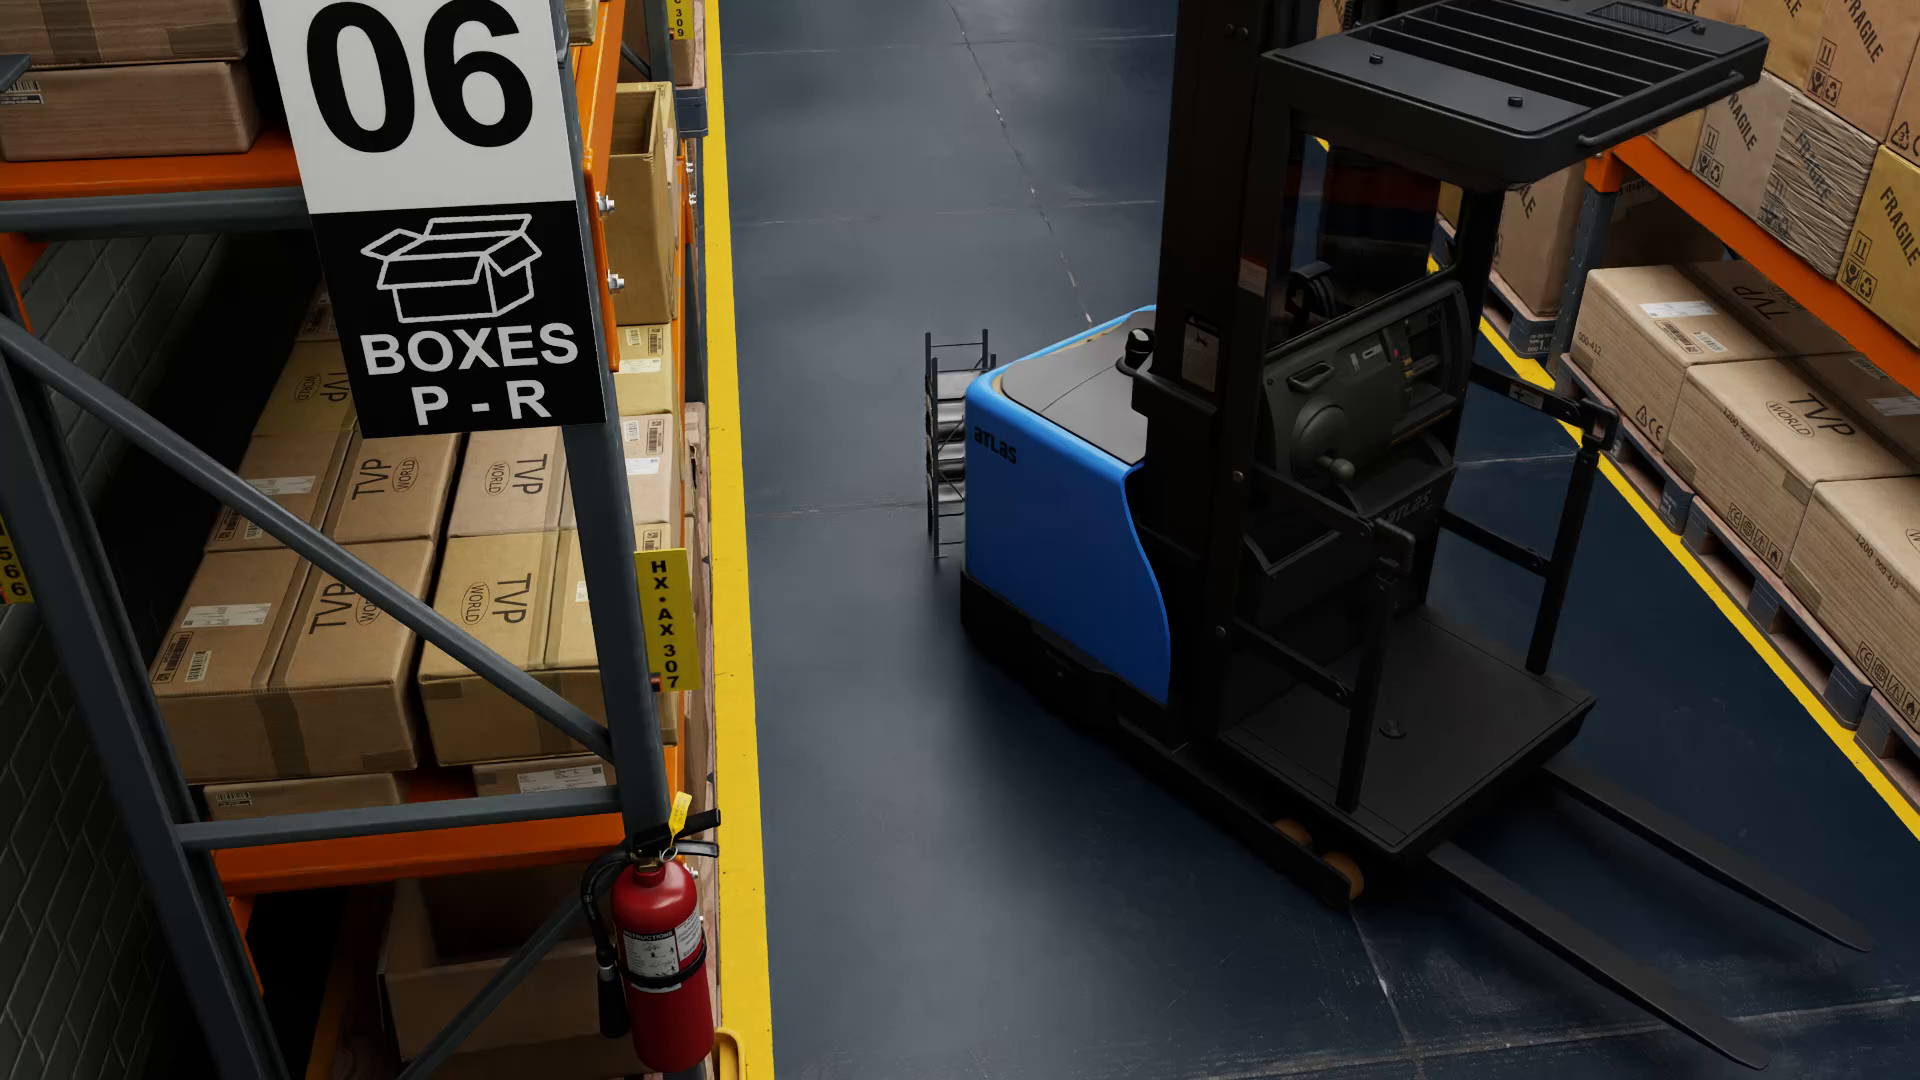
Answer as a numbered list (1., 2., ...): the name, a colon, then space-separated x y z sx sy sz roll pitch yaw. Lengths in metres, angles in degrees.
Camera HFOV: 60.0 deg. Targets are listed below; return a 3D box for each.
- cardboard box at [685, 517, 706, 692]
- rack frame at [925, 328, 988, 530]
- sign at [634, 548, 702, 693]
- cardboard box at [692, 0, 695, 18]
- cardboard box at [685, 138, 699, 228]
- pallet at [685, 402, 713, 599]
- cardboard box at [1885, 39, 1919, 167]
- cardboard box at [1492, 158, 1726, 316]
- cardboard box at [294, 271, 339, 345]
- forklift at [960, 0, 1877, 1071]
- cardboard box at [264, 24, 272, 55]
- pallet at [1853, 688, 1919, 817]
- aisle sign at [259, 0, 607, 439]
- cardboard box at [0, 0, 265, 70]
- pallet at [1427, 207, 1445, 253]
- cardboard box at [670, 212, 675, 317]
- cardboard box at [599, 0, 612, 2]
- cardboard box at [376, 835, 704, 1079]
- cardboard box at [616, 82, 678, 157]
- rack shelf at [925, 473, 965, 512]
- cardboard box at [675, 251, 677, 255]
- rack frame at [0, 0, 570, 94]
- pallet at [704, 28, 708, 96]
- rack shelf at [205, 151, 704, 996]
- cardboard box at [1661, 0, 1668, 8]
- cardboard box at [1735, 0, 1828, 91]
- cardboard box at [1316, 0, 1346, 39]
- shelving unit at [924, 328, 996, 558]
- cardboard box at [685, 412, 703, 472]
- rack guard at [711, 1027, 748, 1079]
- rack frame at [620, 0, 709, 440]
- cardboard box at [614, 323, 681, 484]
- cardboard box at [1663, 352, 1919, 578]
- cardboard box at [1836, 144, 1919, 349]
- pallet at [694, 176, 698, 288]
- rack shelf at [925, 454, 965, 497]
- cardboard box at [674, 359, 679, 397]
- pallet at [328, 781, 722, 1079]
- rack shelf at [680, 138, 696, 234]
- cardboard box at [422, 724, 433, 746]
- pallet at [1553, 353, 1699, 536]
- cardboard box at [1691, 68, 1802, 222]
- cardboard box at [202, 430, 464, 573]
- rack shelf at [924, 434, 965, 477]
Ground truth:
1. cardboard box: -1.119 0.281 5.521 0.500 0.500 0.500 -4 34 -5
2. rack frame: -0.013 -0.424 6.573 0.240 0.900 0.006 -4 35 -6
3. sign: -0.545 0.154 3.092 0.100 0.325 0.005 -4 35 -6
4. cardboard box: -1.533 -2.470 7.250 0.700 0.500 0.500 -4 34 -6
5. cardboard box: -1.670 -1.972 8.827 0.500 0.500 0.500 -6 35 -8
6. pallet: -1.529 -0.144 6.774 1.003 0.211 1.213 -4 35 -6
7. cardboard box: 3.307 -1.377 5.131 0.500 0.500 0.500 -5 35 -7
8. cardboard box: 3.135 -1.693 8.085 0.875 0.875 0.875 -3 34 -5
9. cardboard box: -1.607 -0.601 4.838 0.500 0.250 0.500 -4 35 -6
10. forklift: 1.346 -0.413 4.754 1.130 2.935 3.031 -26 42 -33
11. cardboard box: -1.451 -0.887 2.947 0.380 0.149 0.250 -4 34 -6
12. pallet: 3.651 0.887 5.262 1.003 0.211 1.213 -4 35 -6
13. aisle sign: -0.782 -0.506 2.520 0.394 0.787 0.004 -4 35 -6
14. cardboard box: -1.412 -0.976 2.723 0.500 0.250 0.500 -5 35 -7
15. pallet: 2.952 -2.013 9.516 1.003 0.211 1.213 -4 35 -6
16. cardboard box: -1.174 -0.917 5.301 0.500 0.250 0.500 -5 35 -7
17. cardboard box: -0.905 -1.214 3.428 0.380 0.149 0.250 -4 34 -5
18. cardboard box: -1.071 1.062 4.372 0.797 0.503 0.637 -6 35 -8
19. cardboard box: -1.310 -1.475 6.120 0.500 0.250 0.500 -4 34 -5
20. rack shelf: 0.001 -0.191 6.610 0.258 0.077 0.200 -4 35 -6
21. cardboard box: -1.212 -1.130 5.968 0.380 0.149 0.250 -4 34 -5
22. rack frame: -1.082 -1.927 1.586 1.000 3.000 0.127 -4 35 -6
23. pallet: -2.230 -3.222 11.290 1.003 0.211 1.213 -4 35 -6
24. rack shelf: -1.351 -0.266 5.116 1.077 0.370 4.000 -4 35 -6
25. cardboard box: 2.998 -2.430 7.341 0.500 0.250 0.500 -4 35 -6
26. cardboard box: 3.184 -1.946 5.965 0.500 0.500 0.500 -5 35 -7
27. cardboard box: 2.770 -3.194 10.286 0.875 0.875 0.875 -5 35 -7
28. shelving unit: 0.001 -0.367 6.490 0.258 0.900 0.210 -4 35 -6
29. cardboard box: -1.254 -0.386 6.812 0.380 0.149 0.250 -5 35 -8
30. rack guard: -1.093 1.543 4.042 1.175 0.500 0.348 -4 35 -6
31. rack frame: -1.620 -1.680 6.551 1.000 3.000 0.127 -4 35 -6
32. cardboard box: -1.016 -0.346 4.463 0.500 0.250 0.500 -5 35 -7
33. cardboard box: 3.397 -0.314 6.450 0.875 0.438 0.875 -5 35 -8
34. cardboard box: 3.295 -0.971 5.422 0.500 0.500 0.500 -3 34 -5
35. pallet: -1.934 -1.661 8.999 1.003 0.211 1.213 -4 35 -6
36. rack shelf: 0.001 -0.265 6.559 0.258 0.077 0.200 -4 35 -6
37. cardboard box: -1.034 -0.416 4.920 0.380 0.149 0.250 -4 34 -5
38. pallet: -1.201 1.218 4.776 1.003 0.211 1.213 -4 35 -6
39. rack shelf: -1.889 -2.498 8.391 1.077 0.370 4.000 -4 35 -6
40. cardboard box: -1.366 0.345 3.803 0.380 0.149 0.250 -3 34 -5
41. pallet: 3.323 -0.475 7.260 1.003 0.211 1.213 -4 35 -6
42. cardboard box: 3.165 -1.536 6.252 0.500 0.500 0.500 -4 34 -6
43. cardboard box: -1.475 -0.033 4.004 0.500 0.250 0.500 -4 35 -6
44. rack shelf: 0.001 -0.340 6.509 0.258 0.077 0.200 -4 35 -6
